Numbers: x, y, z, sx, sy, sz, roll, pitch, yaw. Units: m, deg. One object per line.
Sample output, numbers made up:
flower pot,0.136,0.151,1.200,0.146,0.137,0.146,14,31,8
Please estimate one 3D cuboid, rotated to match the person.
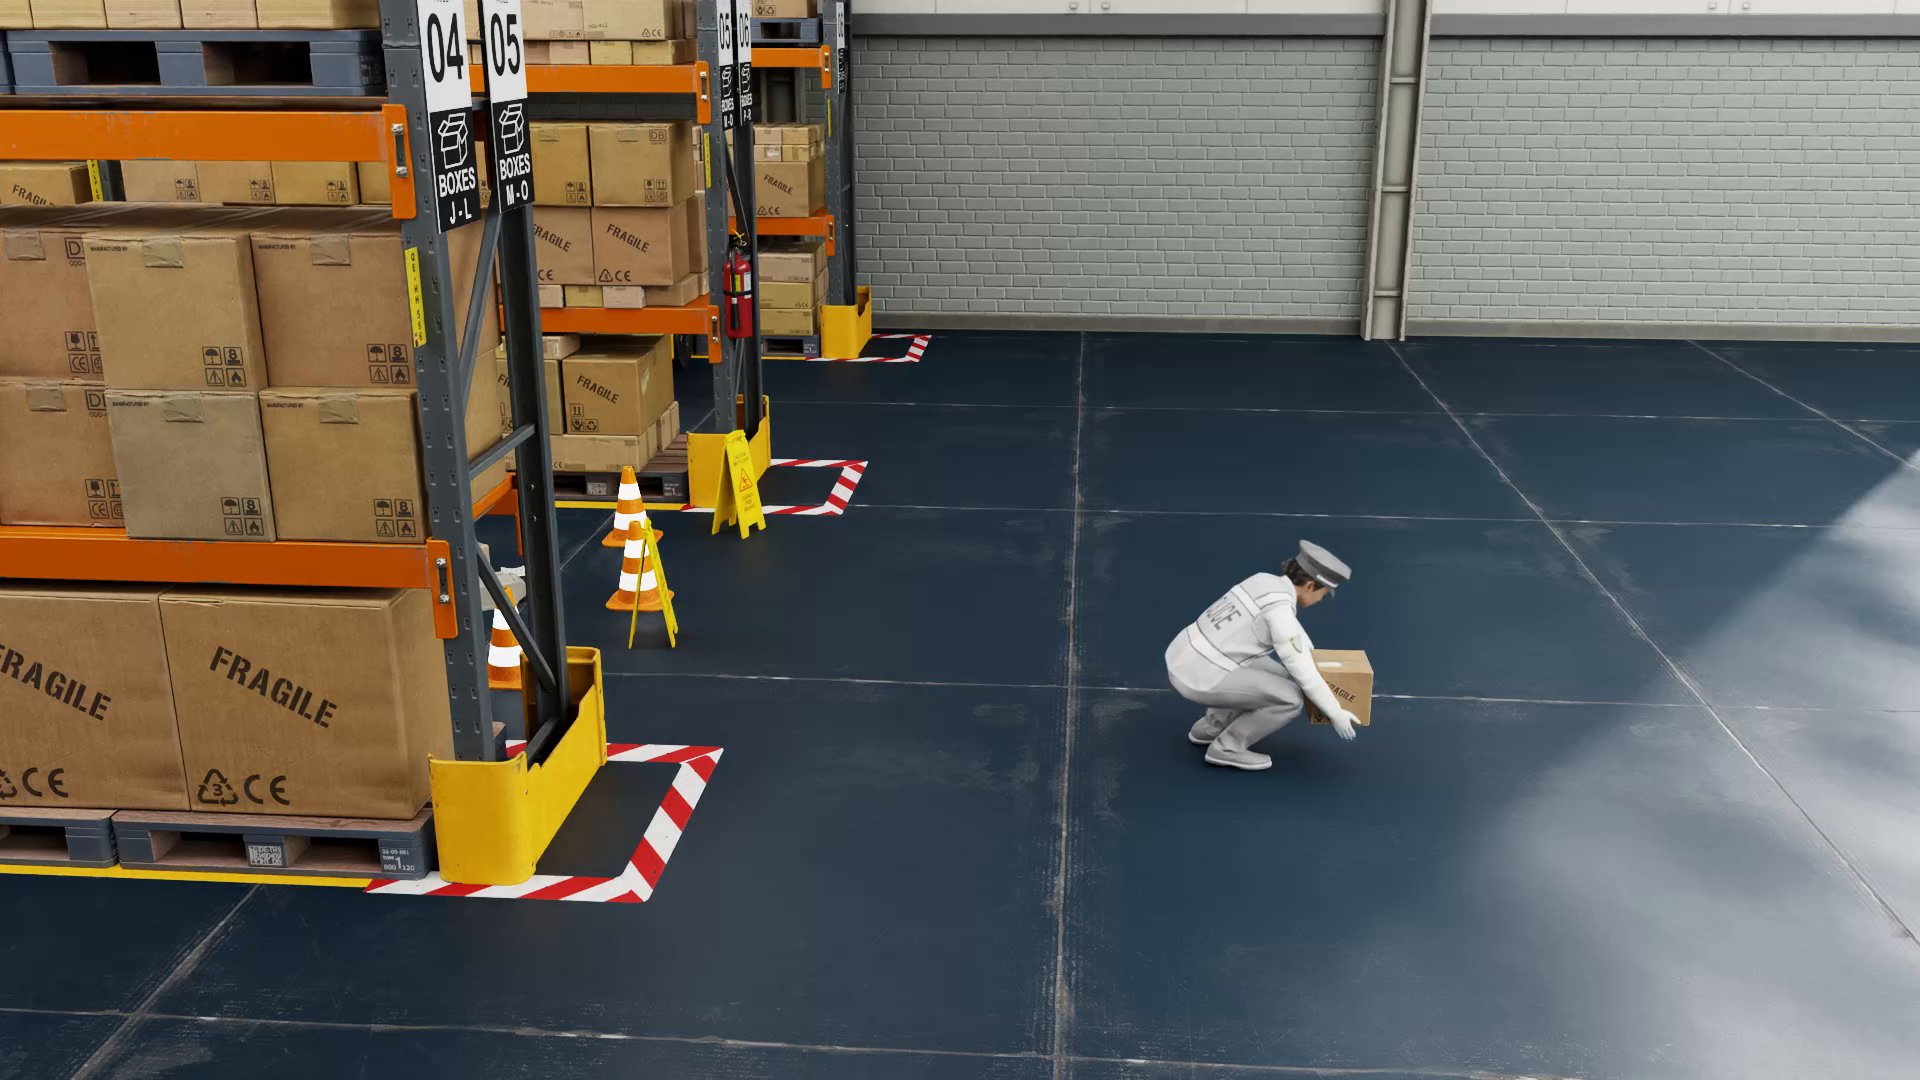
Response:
person,1.308,0.489,7.182,0.836,0.971,0.467,1,18,3
